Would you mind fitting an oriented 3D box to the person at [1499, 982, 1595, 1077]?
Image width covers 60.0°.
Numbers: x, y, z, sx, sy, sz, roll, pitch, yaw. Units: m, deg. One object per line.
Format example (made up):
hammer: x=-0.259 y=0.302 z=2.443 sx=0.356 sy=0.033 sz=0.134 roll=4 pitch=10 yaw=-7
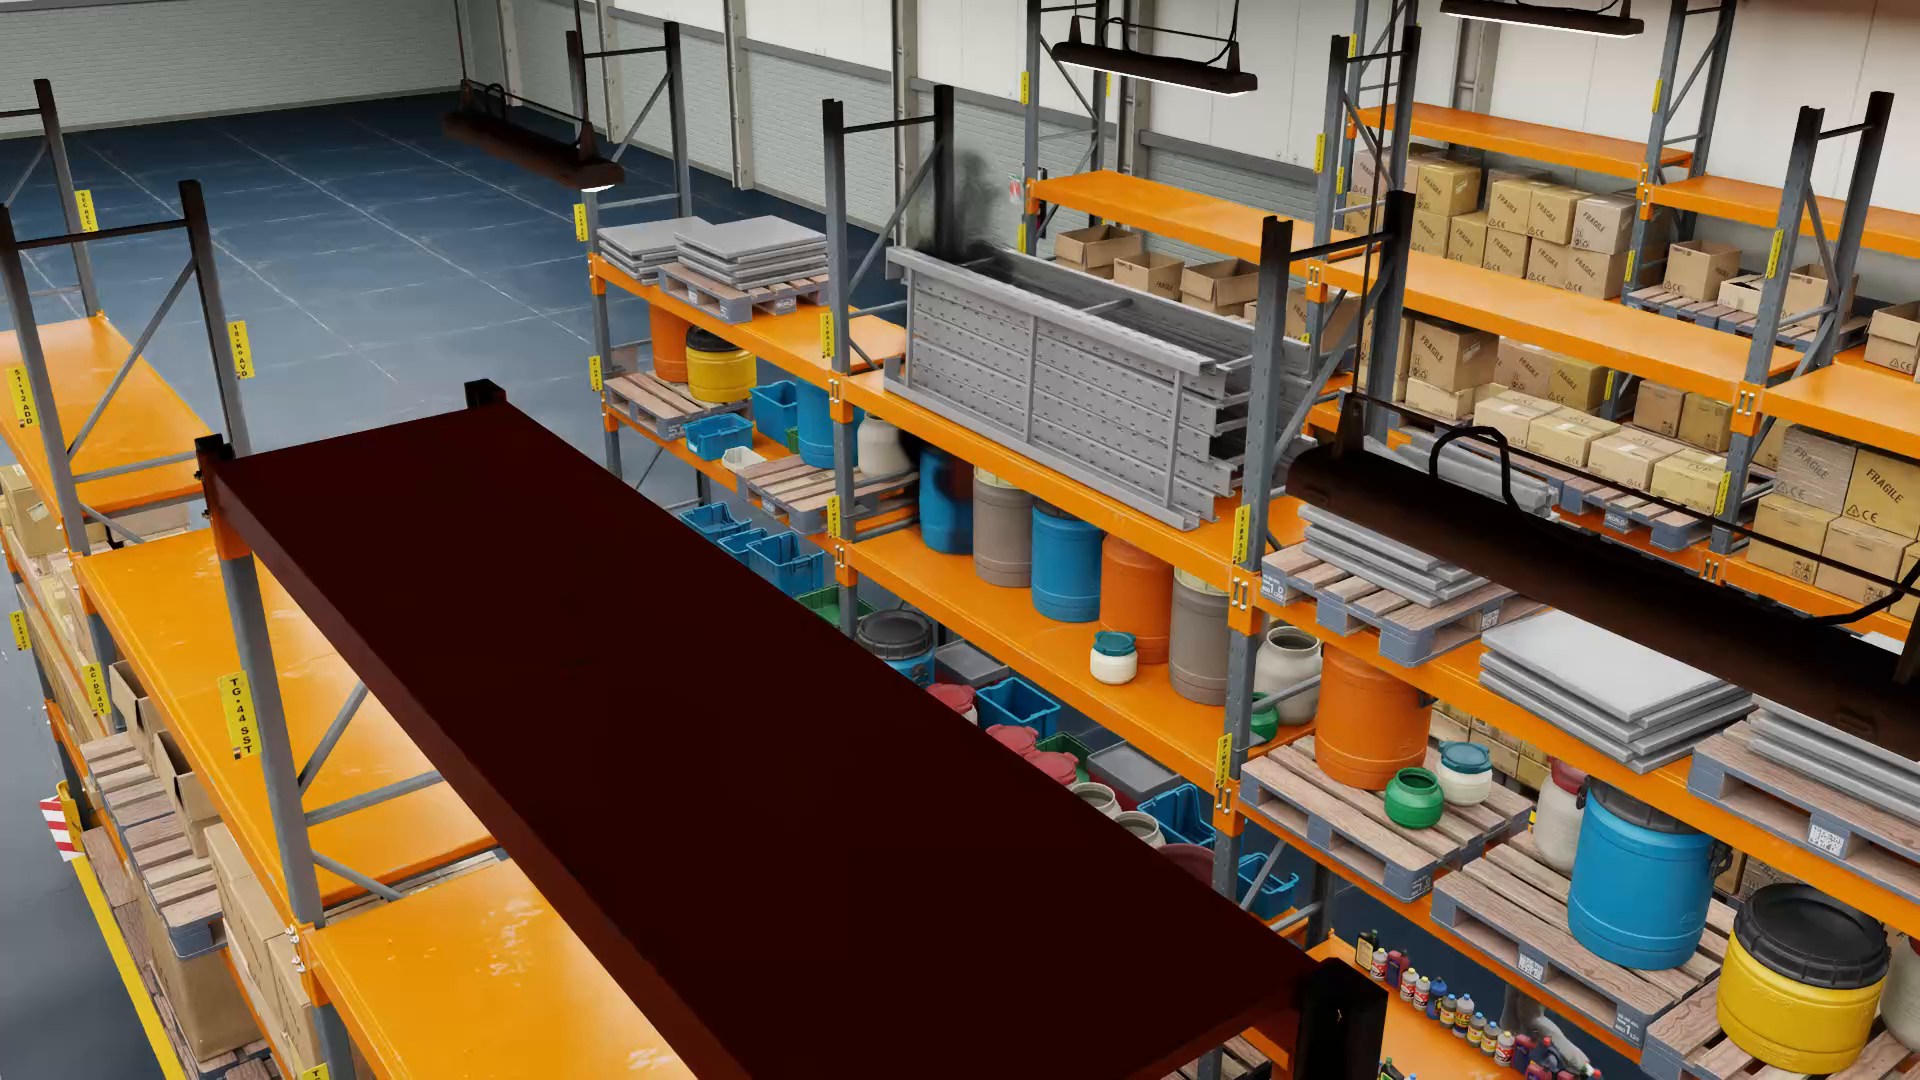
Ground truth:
person: x=3.878 y=2.847 z=10.883 sx=0.547 sy=1.654 sz=0.877 roll=-19 pitch=31 yaw=-35
